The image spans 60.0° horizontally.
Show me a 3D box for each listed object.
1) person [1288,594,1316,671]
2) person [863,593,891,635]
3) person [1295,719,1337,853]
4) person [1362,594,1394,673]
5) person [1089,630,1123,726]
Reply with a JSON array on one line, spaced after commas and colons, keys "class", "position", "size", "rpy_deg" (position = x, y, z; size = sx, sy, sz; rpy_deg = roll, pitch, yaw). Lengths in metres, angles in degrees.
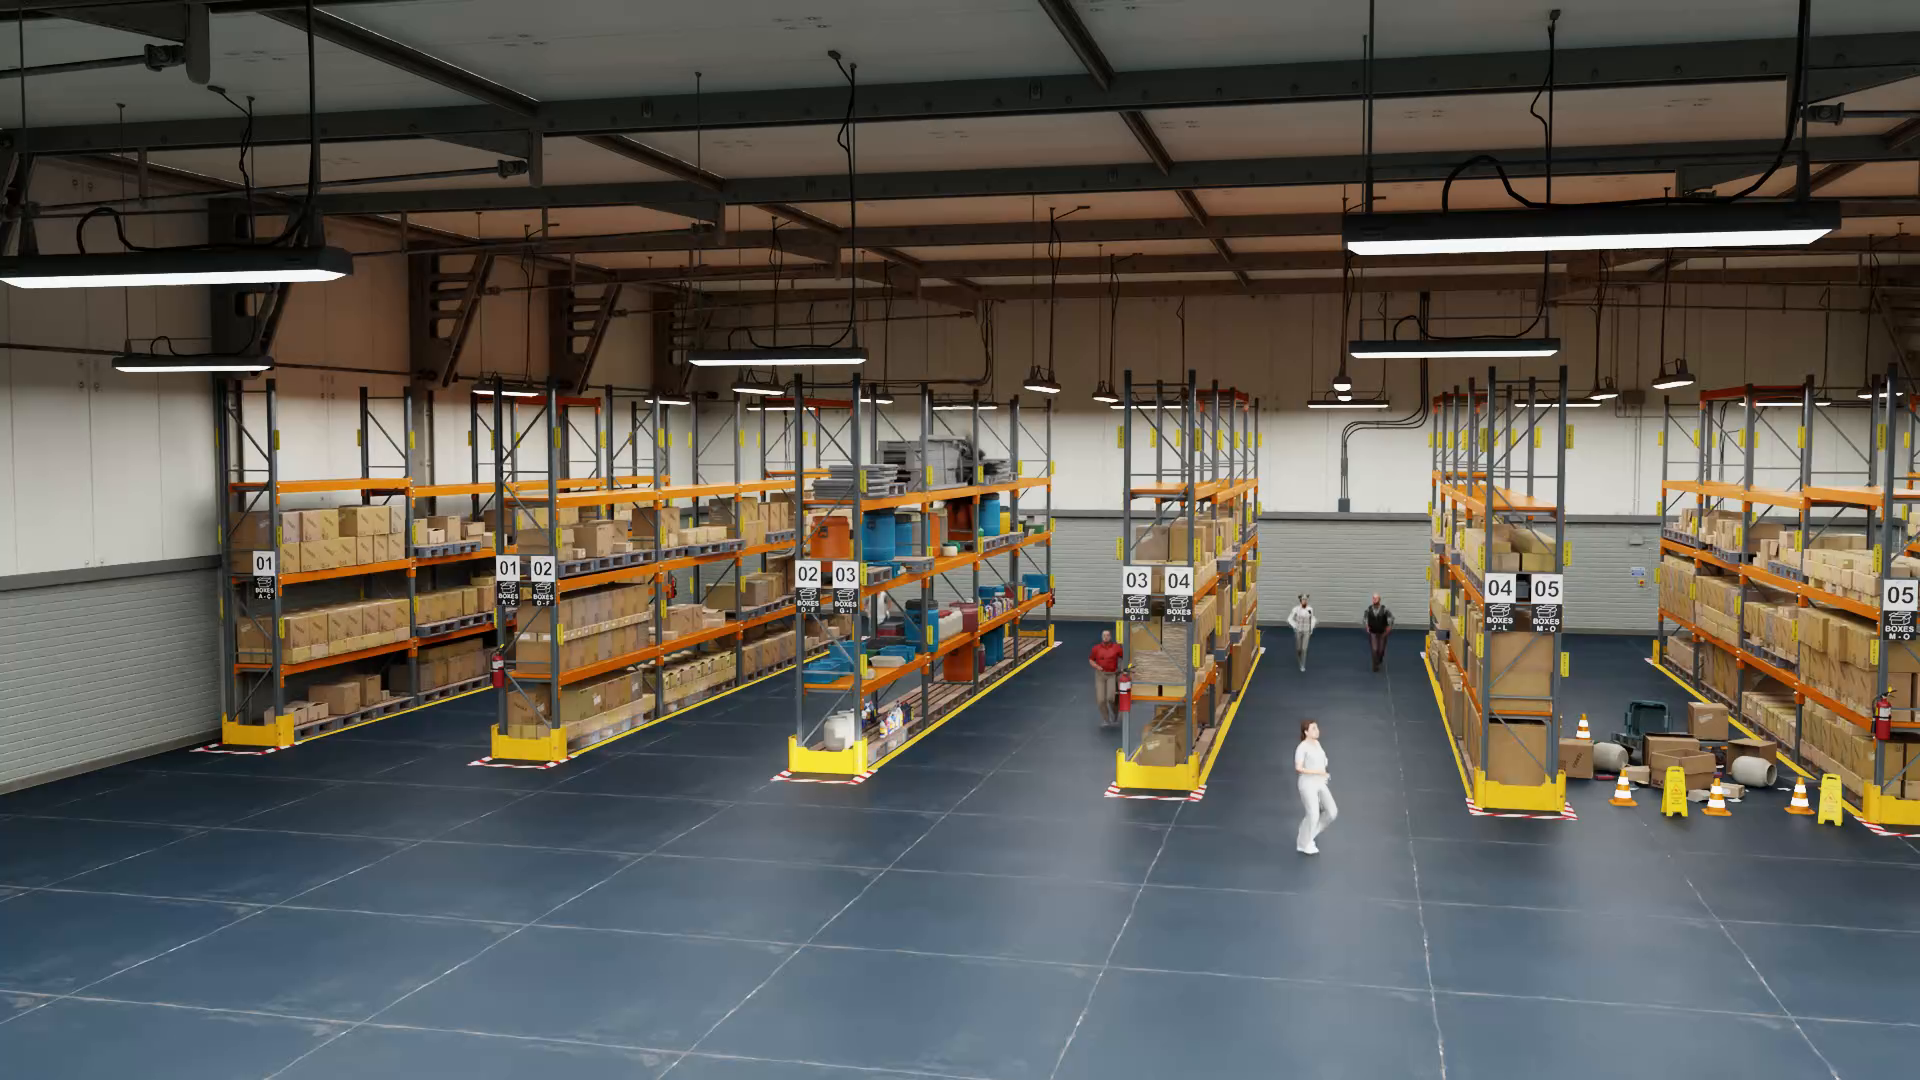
[{"class": "person", "position": [7.478, 2.001, 36.327], "size": [0.615, 1.683, 0.638], "rpy_deg": [0, 3, 8]}, {"class": "person", "position": [-1.913, 1.819, 37.855], "size": [0.648, 1.778, 1.008], "rpy_deg": [0, 3, 2]}, {"class": "person", "position": [4.293, 2.973, 20.025], "size": [0.554, 1.627, 0.548], "rpy_deg": [-3, 4, -39]}, {"class": "person", "position": [9.031, 2.009, 35.935], "size": [0.668, 1.693, 0.661], "rpy_deg": [1, 4, 20]}, {"class": "person", "position": [2.562, 2.415, 28.997], "size": [0.652, 1.687, 0.602], "rpy_deg": [1, 4, 12]}]
